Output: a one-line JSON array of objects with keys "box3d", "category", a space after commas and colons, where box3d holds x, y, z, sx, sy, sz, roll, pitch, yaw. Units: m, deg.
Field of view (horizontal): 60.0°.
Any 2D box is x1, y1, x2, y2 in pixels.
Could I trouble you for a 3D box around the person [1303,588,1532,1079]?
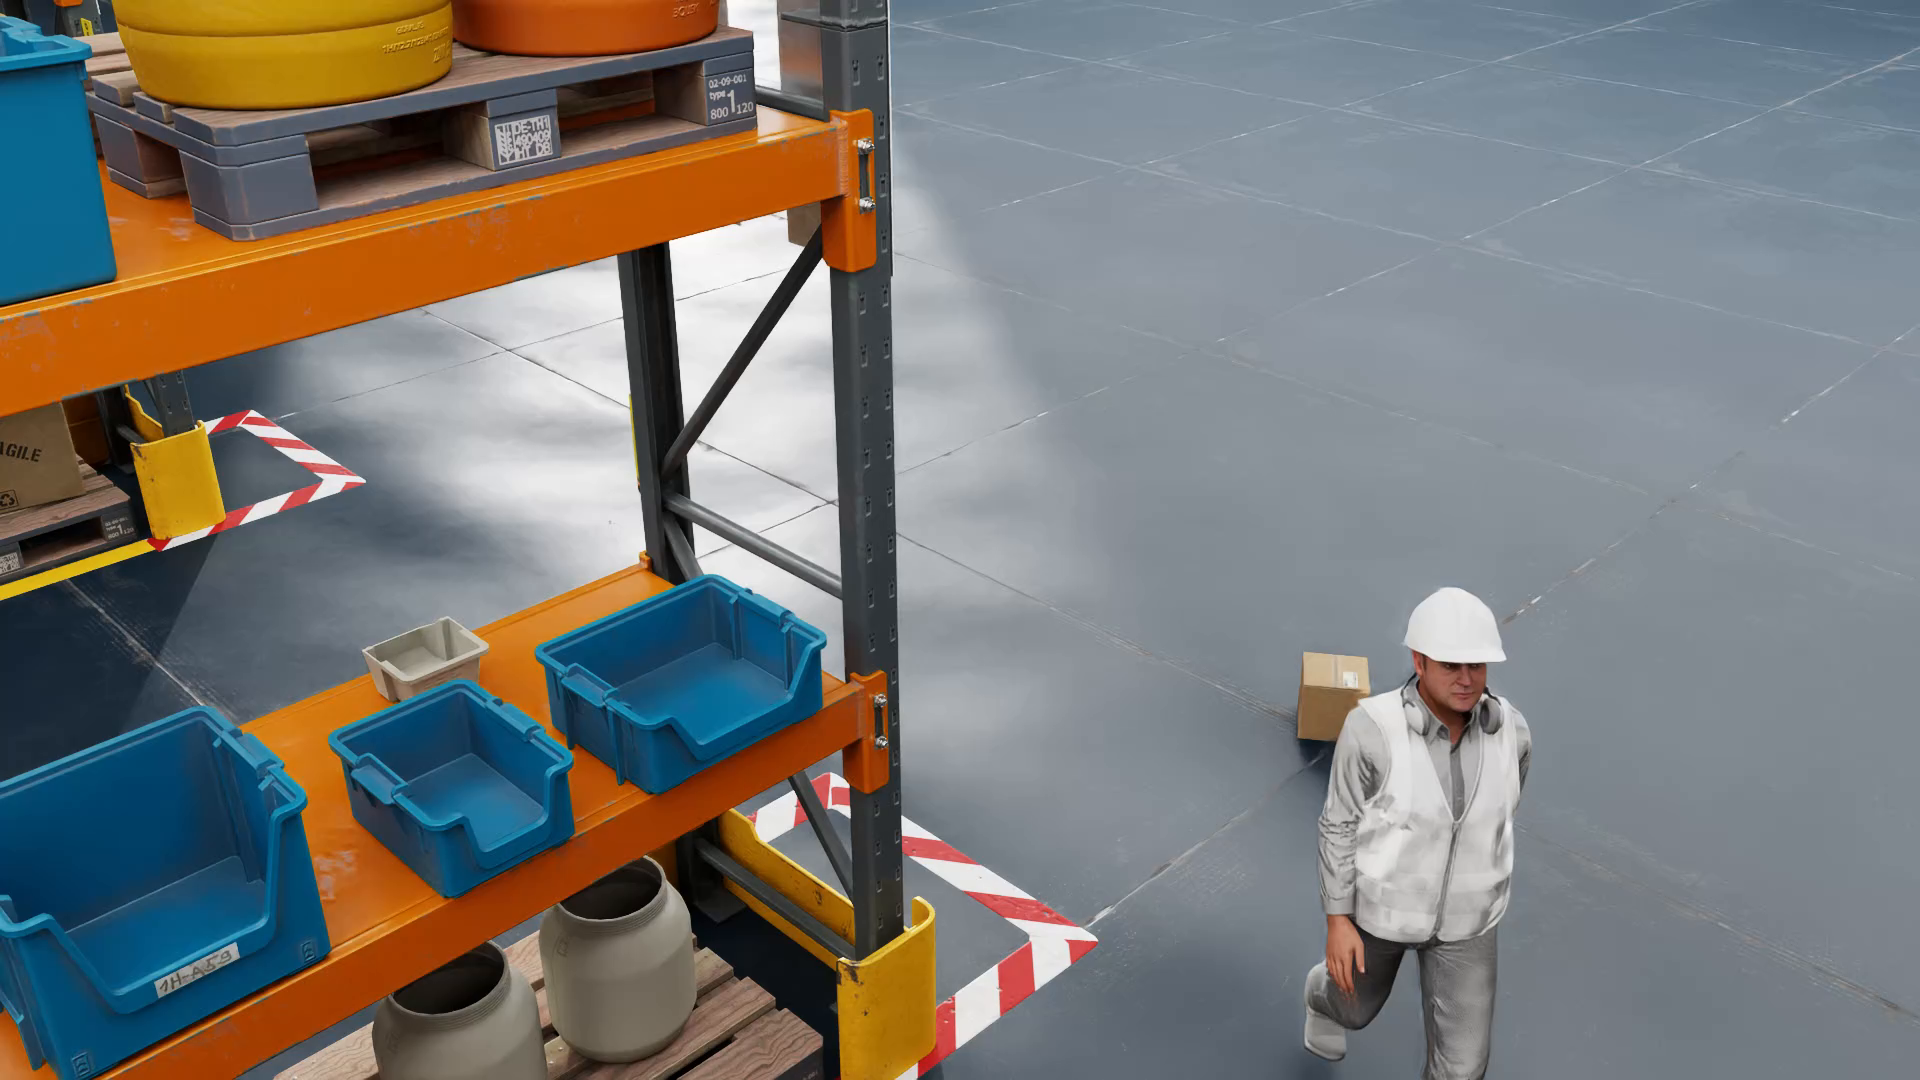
[{"box3d": [1.176, 0.929, 4.318, 0.539, 1.733, 0.969, 0, 28, 0], "category": "person"}]
